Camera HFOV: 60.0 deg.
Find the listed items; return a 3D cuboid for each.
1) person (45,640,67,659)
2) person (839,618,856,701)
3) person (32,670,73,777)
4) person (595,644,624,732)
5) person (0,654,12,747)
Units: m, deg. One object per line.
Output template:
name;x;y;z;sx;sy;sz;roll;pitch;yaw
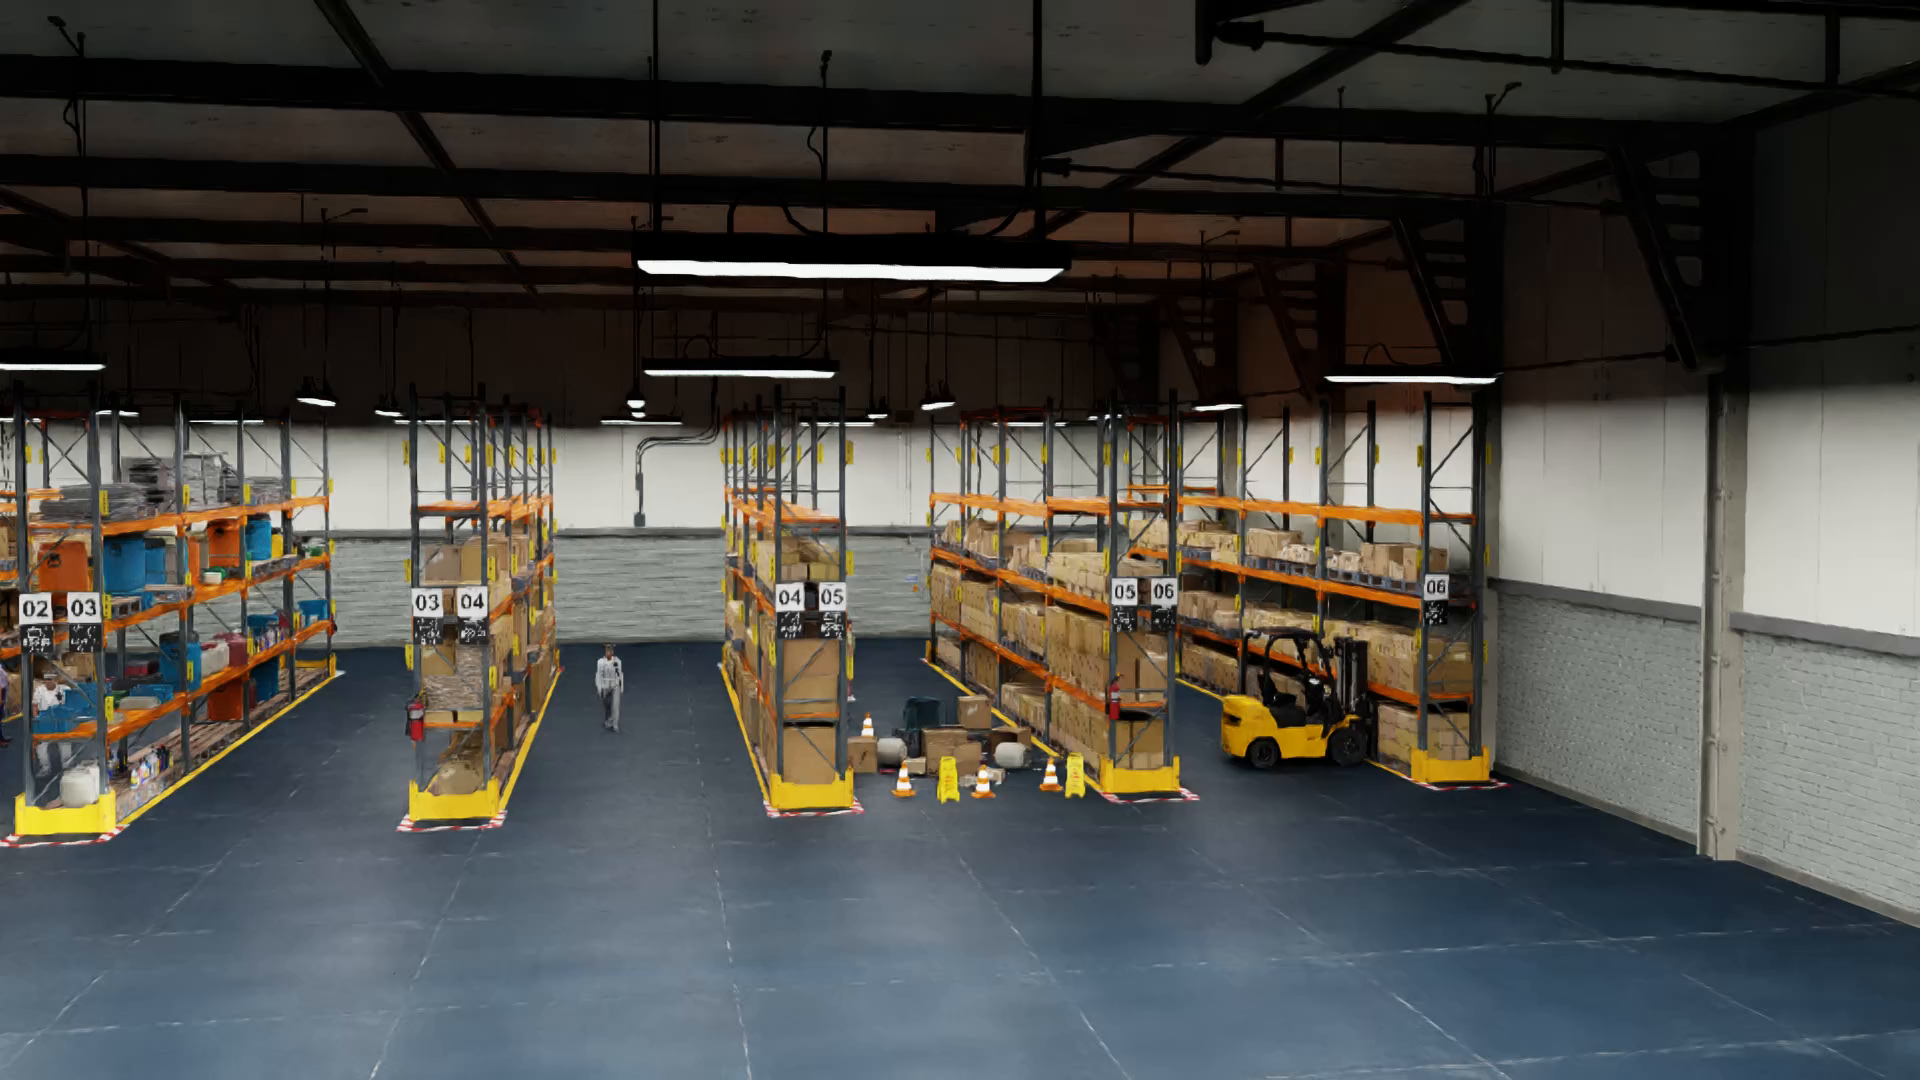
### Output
person;-20.550;2.261;37.793;0.507;1.669;0.515;1;3;20
person;-2.293;2.423;34.009;0.389;1.676;0.557;-2;3;-31
person;-14.084;2.839;25.857;0.682;1.716;0.542;-1;3;-11
person;-6.366;2.659;30.189;0.495;1.587;1.086;0;3;-8
person;-16.596;2.714;28.686;0.429;1.656;0.533;-3;4;-41
